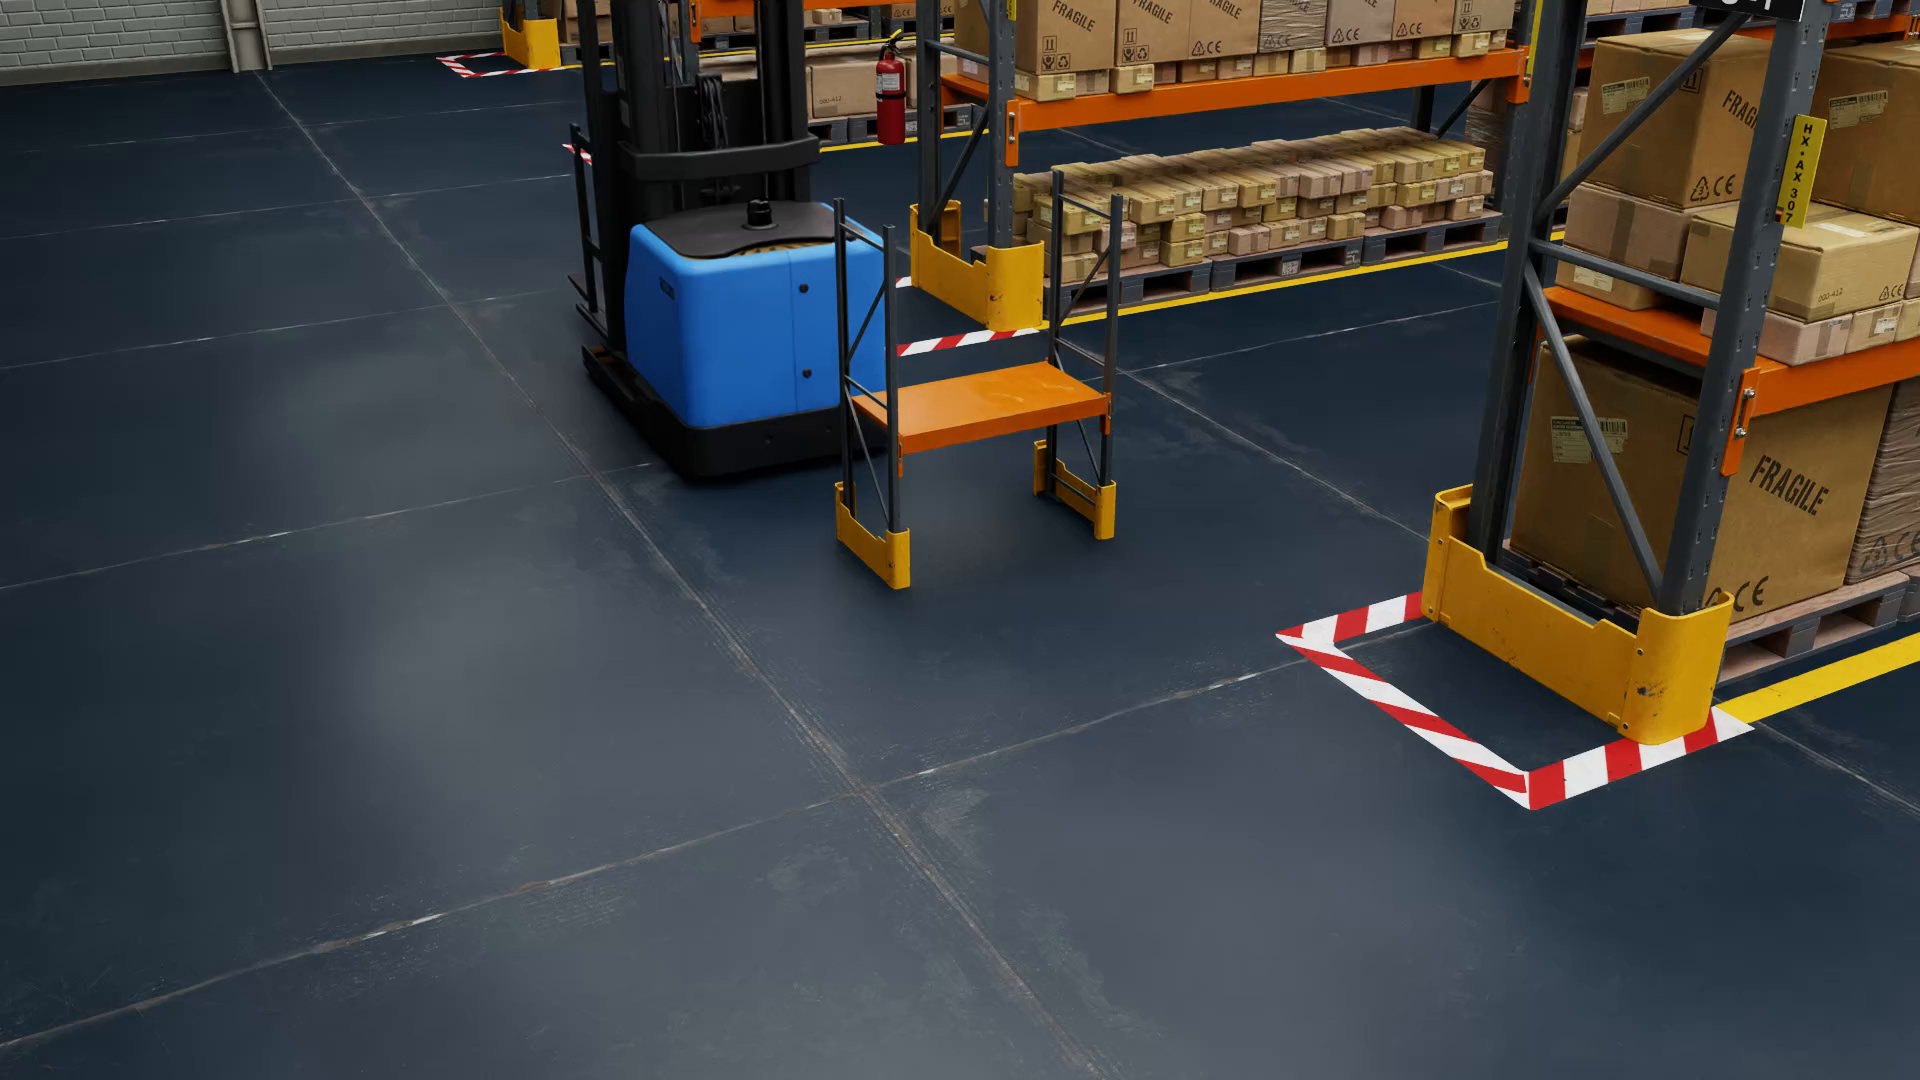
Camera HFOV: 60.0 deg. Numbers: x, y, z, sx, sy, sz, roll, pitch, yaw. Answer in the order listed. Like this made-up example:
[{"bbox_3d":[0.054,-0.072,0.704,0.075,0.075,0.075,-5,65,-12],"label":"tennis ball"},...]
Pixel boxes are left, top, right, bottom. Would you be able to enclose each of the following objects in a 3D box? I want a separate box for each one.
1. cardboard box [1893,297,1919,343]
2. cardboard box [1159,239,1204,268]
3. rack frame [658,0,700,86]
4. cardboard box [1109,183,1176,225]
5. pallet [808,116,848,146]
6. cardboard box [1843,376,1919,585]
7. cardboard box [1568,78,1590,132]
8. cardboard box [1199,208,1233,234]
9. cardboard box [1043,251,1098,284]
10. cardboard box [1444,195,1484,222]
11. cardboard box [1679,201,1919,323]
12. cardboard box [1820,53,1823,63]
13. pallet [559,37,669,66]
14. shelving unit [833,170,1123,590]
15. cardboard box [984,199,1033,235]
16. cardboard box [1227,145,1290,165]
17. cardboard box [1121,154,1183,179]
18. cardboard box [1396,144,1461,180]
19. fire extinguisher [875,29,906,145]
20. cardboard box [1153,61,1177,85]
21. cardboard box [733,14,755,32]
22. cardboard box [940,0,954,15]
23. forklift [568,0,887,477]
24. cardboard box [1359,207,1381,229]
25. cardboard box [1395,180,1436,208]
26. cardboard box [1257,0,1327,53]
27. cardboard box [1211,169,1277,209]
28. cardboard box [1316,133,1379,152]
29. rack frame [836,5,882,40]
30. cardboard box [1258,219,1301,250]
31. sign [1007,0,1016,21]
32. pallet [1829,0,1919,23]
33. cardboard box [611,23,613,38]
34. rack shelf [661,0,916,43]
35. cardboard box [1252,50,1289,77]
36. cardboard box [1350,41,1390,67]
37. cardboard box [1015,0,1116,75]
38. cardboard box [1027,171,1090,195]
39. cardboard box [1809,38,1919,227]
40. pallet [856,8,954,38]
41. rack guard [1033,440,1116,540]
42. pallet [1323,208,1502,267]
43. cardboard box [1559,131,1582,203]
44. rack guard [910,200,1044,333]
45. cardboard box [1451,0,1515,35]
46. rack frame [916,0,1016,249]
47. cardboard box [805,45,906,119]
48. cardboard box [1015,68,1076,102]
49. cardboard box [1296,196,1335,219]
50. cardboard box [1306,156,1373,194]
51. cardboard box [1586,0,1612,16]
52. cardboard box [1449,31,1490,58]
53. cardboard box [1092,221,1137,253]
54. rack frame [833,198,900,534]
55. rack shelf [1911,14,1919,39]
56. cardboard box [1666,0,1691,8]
[{"bbox_3d":[3.187,-0.830,5.804,0.250,0.149,0.380,-14,29,-26],"label":"cardboard box"},{"bbox_3d":[1.320,-1.844,10.433,0.250,0.149,0.380,-13,28,-24],"label":"cardboard box"},{"bbox_3d":[-2.397,-4.677,13.525,0.127,3.000,1.000,-13,29,-25],"label":"rack frame"},{"bbox_3d":[1.113,-2.061,10.198,0.250,0.149,0.380,-13,29,-25],"label":"cardboard box"},{"bbox_3d":[-1.728,-3.613,14.530,1.213,0.211,1.003,-13,29,-25],"label":"pallet"},{"bbox_3d":[3.597,-0.470,6.733,0.875,0.875,0.875,-13,29,-25],"label":"cardboard box"},{"bbox_3d":[4.328,-3.072,11.719,0.500,0.250,0.500,-14,29,-27],"label":"cardboard box"},{"bbox_3d":[1.514,-2.073,10.567,0.250,0.149,0.380,-14,29,-28],"label":"cardboard box"},{"bbox_3d":[0.635,-1.696,10.125,0.250,0.149,0.380,-12,28,-24],"label":"cardboard box"},{"bbox_3d":[3.366,-2.316,11.417,0.250,0.149,0.380,-13,28,-24],"label":"cardboard box"},{"bbox_3d":[2.817,-0.953,5.600,0.500,0.250,0.500,-14,29,-26],"label":"cardboard box"},{"bbox_3d":[6.601,-3.598,12.814,0.500,0.250,0.500,-14,29,-26],"label":"cardboard box"},{"bbox_3d":[-3.966,-5.493,18.447,1.213,0.211,1.003,-13,29,-25],"label":"pallet"},{"bbox_3d":[0.067,-0.692,6.958,1.083,1.500,0.587,-13,29,-25],"label":"shelving unit"},{"bbox_3d":[0.353,-2.062,10.544,0.250,0.149,0.380,-14,29,-26],"label":"cardboard box"},{"bbox_3d":[1.995,-2.530,11.175,0.250,0.149,0.380,-14,29,-27],"label":"cardboard box"},{"bbox_3d":[1.256,-2.419,10.944,0.250,0.149,0.380,-12,28,-23],"label":"cardboard box"},{"bbox_3d":[3.153,-2.555,11.227,0.250,0.149,0.380,-13,28,-24],"label":"cardboard box"},{"bbox_3d":[-0.418,-2.729,9.989,0.183,0.674,0.296,-13,29,-25],"label":"fire extinguisher"},{"bbox_3d":[1.094,-2.842,9.993,0.250,0.149,0.380,-12,28,-23],"label":"cardboard box"},{"bbox_3d":[-2.463,-6.093,18.878,0.500,0.500,0.700,-14,29,-27],"label":"cardboard box"},{"bbox_3d":[-0.208,-6.574,19.879,0.500,0.500,0.500,-13,29,-26],"label":"cardboard box"},{"bbox_3d":[-1.420,-2.221,8.490,1.130,2.935,3.031,-12,28,-23],"label":"forklift"},{"bbox_3d":[2.605,-2.209,11.194,0.250,0.149,0.380,-14,29,-26],"label":"cardboard box"},{"bbox_3d":[2.962,-2.353,11.151,0.250,0.149,0.380,-14,29,-27],"label":"cardboard box"},{"bbox_3d":[1.893,-3.292,10.182,0.500,0.500,0.500,-14,29,-26],"label":"cardboard box"},{"bbox_3d":[1.796,-2.232,10.554,0.250,0.149,0.380,-13,28,-24],"label":"cardboard box"},{"bbox_3d":[2.679,-2.699,11.528,0.250,0.149,0.380,-13,29,-26],"label":"cardboard box"},{"bbox_3d":[-1.206,-7.387,19.169,0.127,3.000,1.000,-13,29,-25],"label":"rack frame"},{"bbox_3d":[1.993,-2.016,10.792,0.250,0.149,0.380,-13,29,-25],"label":"cardboard box"},{"bbox_3d":[0.277,-2.990,9.012,0.005,0.325,0.100,-13,29,-25],"label":"sign"},{"bbox_3d":[6.502,-4.164,12.679,1.003,0.211,1.213,-13,29,-25],"label":"pallet"},{"bbox_3d":[-3.758,-5.636,18.332,0.250,0.149,0.380,-14,29,-27],"label":"cardboard box"},{"bbox_3d":[-0.632,-4.760,14.530,4.000,0.370,1.077,-13,29,-25],"label":"rack shelf"},{"bbox_3d":[1.814,-2.972,10.264,0.250,0.149,0.380,-12,28,-23],"label":"cardboard box"},{"bbox_3d":[2.505,-3.125,10.584,0.250,0.149,0.380,-14,29,-27],"label":"cardboard box"},{"bbox_3d":[0.548,-2.972,9.516,0.500,0.500,0.500,-12,28,-23],"label":"cardboard box"},{"bbox_3d":[0.618,-2.213,10.515,0.250,0.149,0.380,-12,28,-24],"label":"cardboard box"},{"bbox_3d":[3.258,-1.393,5.649,0.500,0.500,0.500,-14,29,-26],"label":"cardboard box"},{"bbox_3d":[-0.506,-6.309,20.148,1.213,0.211,1.003,-13,29,-25],"label":"pallet"},{"bbox_3d":[0.507,-0.230,7.439,0.087,0.250,0.587,-13,29,-25],"label":"rack guard"},{"bbox_3d":[2.975,-2.214,11.618,1.213,0.211,1.003,-13,29,-25],"label":"pallet"},{"bbox_3d":[4.328,-2.733,11.880,0.500,0.500,0.500,-12,28,-23],"label":"cardboard box"},{"bbox_3d":[0.089,-1.696,10.204,0.348,0.500,1.175,-13,29,-25],"label":"rack guard"},{"bbox_3d":[3.257,-3.595,10.812,0.500,0.500,0.500,-13,29,-25],"label":"cardboard box"},{"bbox_3d":[0.022,-2.807,9.631,0.127,3.000,1.000,-13,29,-25],"label":"rack frame"},{"bbox_3d":[-1.058,-4.073,14.744,0.875,0.438,0.875,-12,28,-24],"label":"cardboard box"},{"bbox_3d":[0.462,-2.635,9.562,0.250,0.149,0.380,-13,29,-26],"label":"cardboard box"},{"bbox_3d":[2.233,-2.233,10.901,0.250,0.149,0.380,-14,29,-28],"label":"cardboard box"},{"bbox_3d":[2.476,-2.388,10.880,0.250,0.149,0.380,-15,29,-28],"label":"cardboard box"},{"bbox_3d":[4.115,-3.602,11.092,0.250,0.149,0.380,-14,29,-28],"label":"cardboard box"},{"bbox_3d":[3.233,-3.267,10.879,0.250,0.149,0.380,-14,29,-26],"label":"cardboard box"},{"bbox_3d":[0.873,-1.888,10.182,0.250,0.149,0.380,-13,29,-25],"label":"cardboard box"},{"bbox_3d":[-0.373,-0.590,6.746,0.032,1.500,0.500,-13,29,-25],"label":"rack frame"},{"bbox_3d":[8.845,-4.519,14.029,4.000,0.370,1.077,-13,29,-25],"label":"rack shelf"},{"bbox_3d":[4.802,-3.761,11.423,0.250,0.149,0.380,-13,28,-25],"label":"cardboard box"}]
